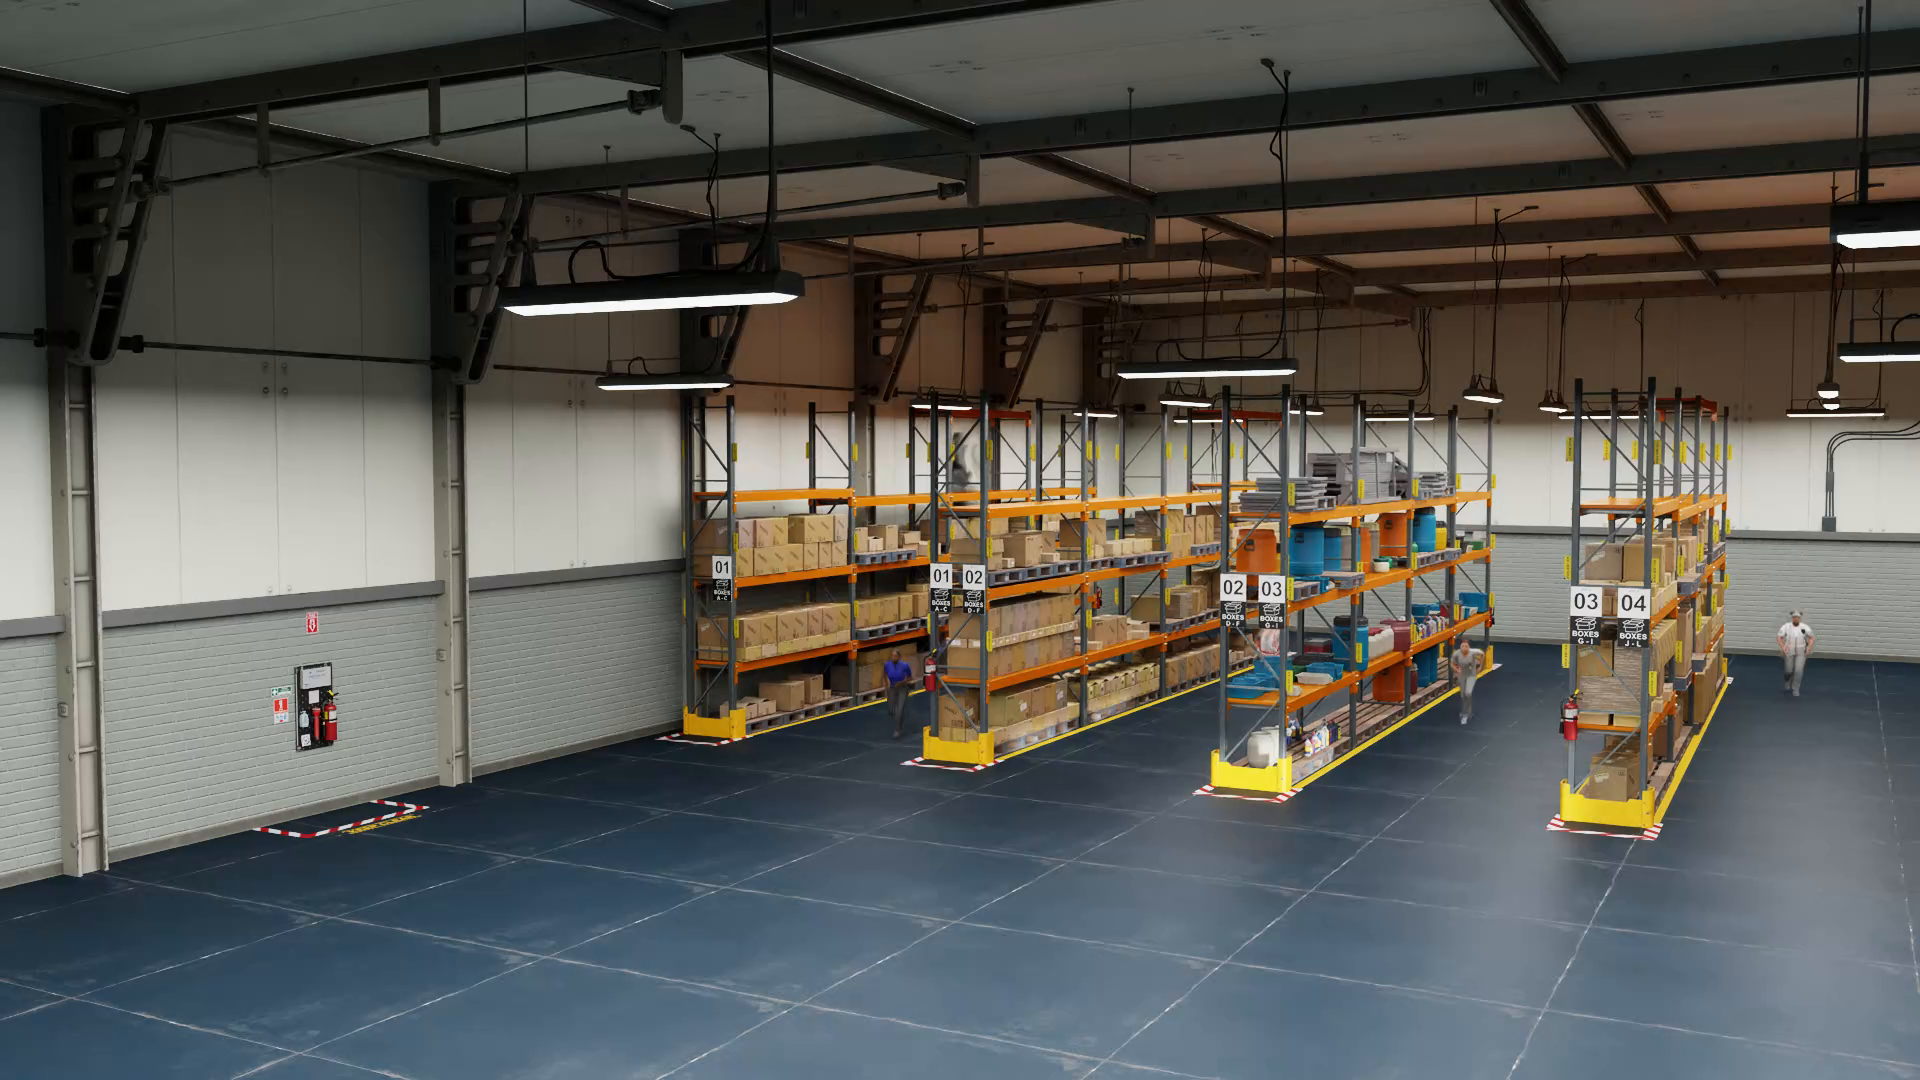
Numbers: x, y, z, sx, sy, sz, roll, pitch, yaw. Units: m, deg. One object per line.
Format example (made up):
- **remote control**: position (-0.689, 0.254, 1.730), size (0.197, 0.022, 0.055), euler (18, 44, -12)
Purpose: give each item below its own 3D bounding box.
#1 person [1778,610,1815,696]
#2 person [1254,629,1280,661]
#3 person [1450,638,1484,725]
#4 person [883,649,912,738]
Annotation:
- **person**: position (17.313, 2.323, 34.444), size (0.685, 1.764, 0.631), euler (1, 3, 22)
- **person**: position (6.129, 2.379, 32.885), size (0.660, 1.766, 0.873), euler (1, 3, 25)
- **person**: position (9.432, 2.605, 30.934), size (0.606, 1.626, 0.957), euler (1, 3, 21)
- **person**: position (-1.104, 2.699, 29.229), size (0.563, 1.571, 0.690), euler (1, 3, 10)
